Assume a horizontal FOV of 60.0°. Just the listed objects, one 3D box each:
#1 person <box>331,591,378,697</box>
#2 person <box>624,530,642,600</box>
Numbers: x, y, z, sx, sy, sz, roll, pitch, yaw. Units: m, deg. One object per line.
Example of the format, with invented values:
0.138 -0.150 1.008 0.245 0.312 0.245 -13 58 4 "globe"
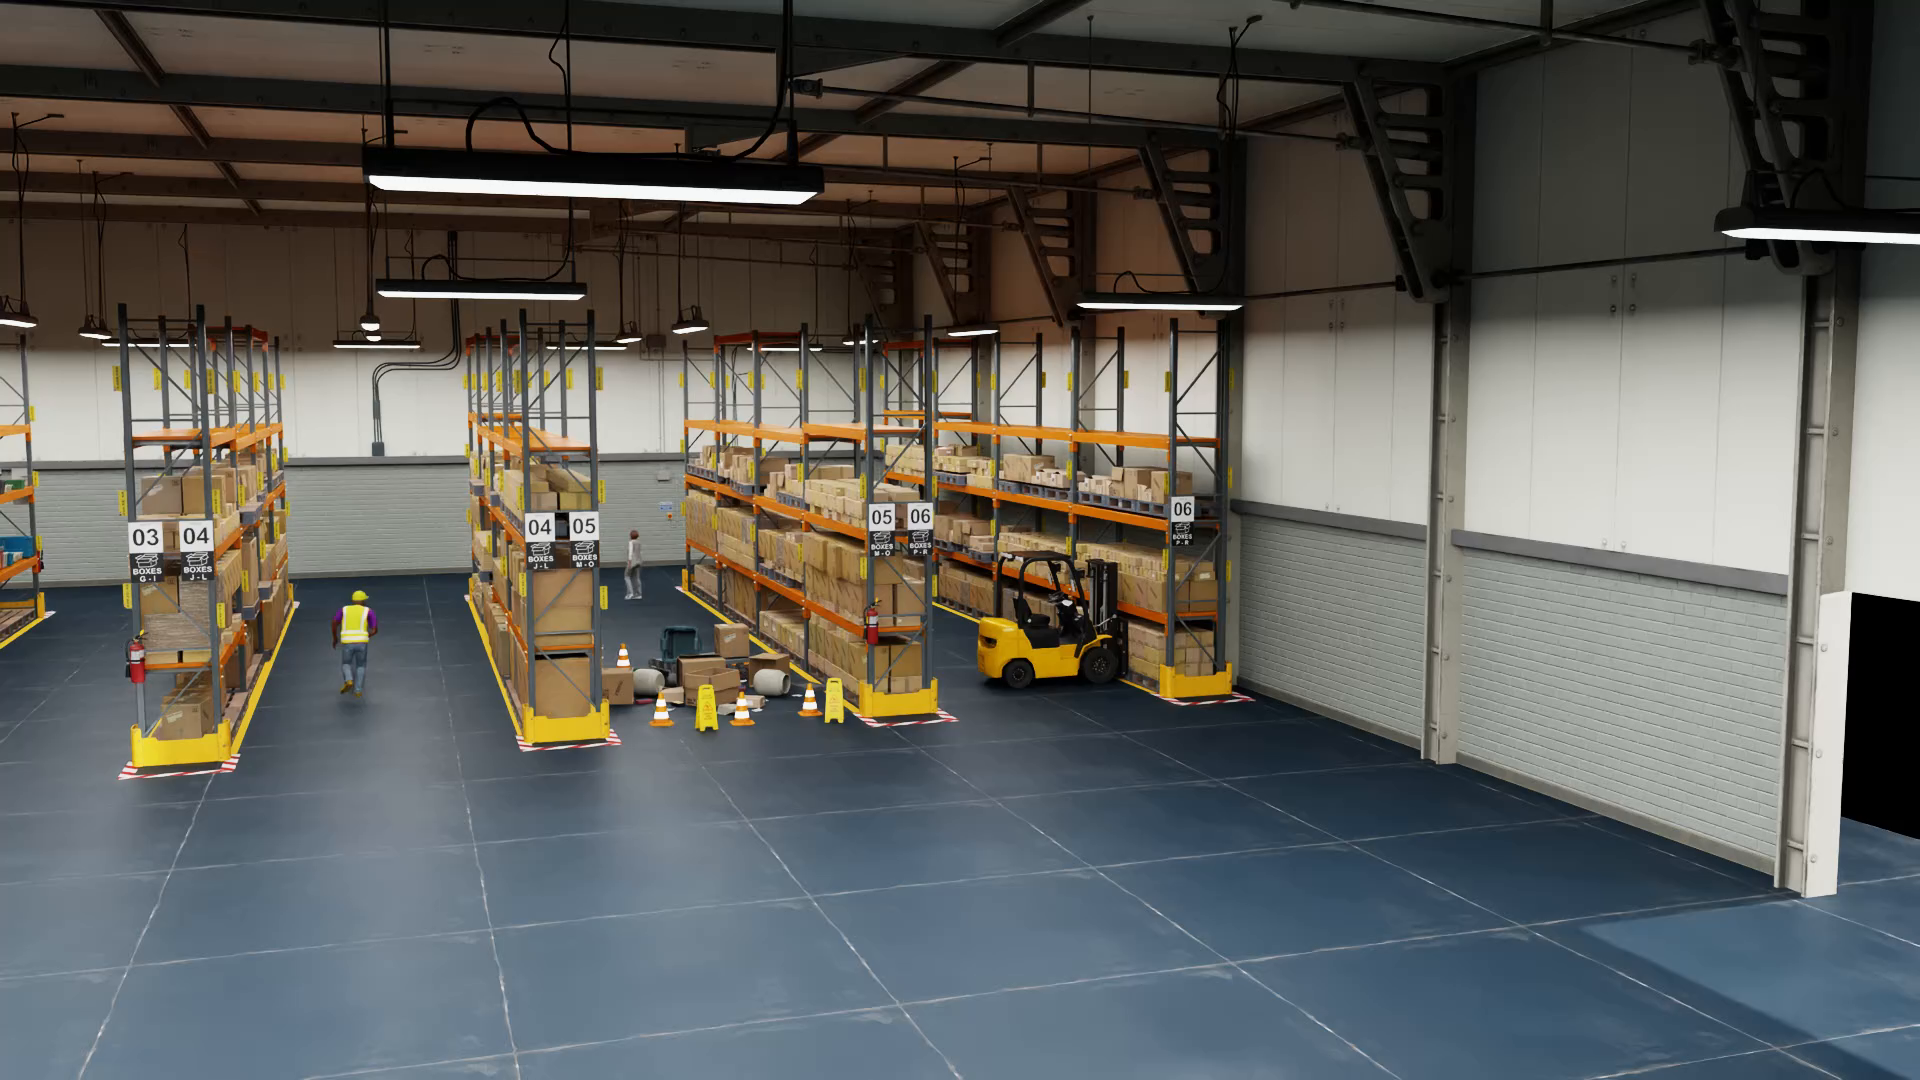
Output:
-9.707 1.658 26.696 0.705 1.650 0.735 -2 6 -18 "person"
-7.502 0.579 38.387 0.419 1.632 0.456 4 7 38 "person"
